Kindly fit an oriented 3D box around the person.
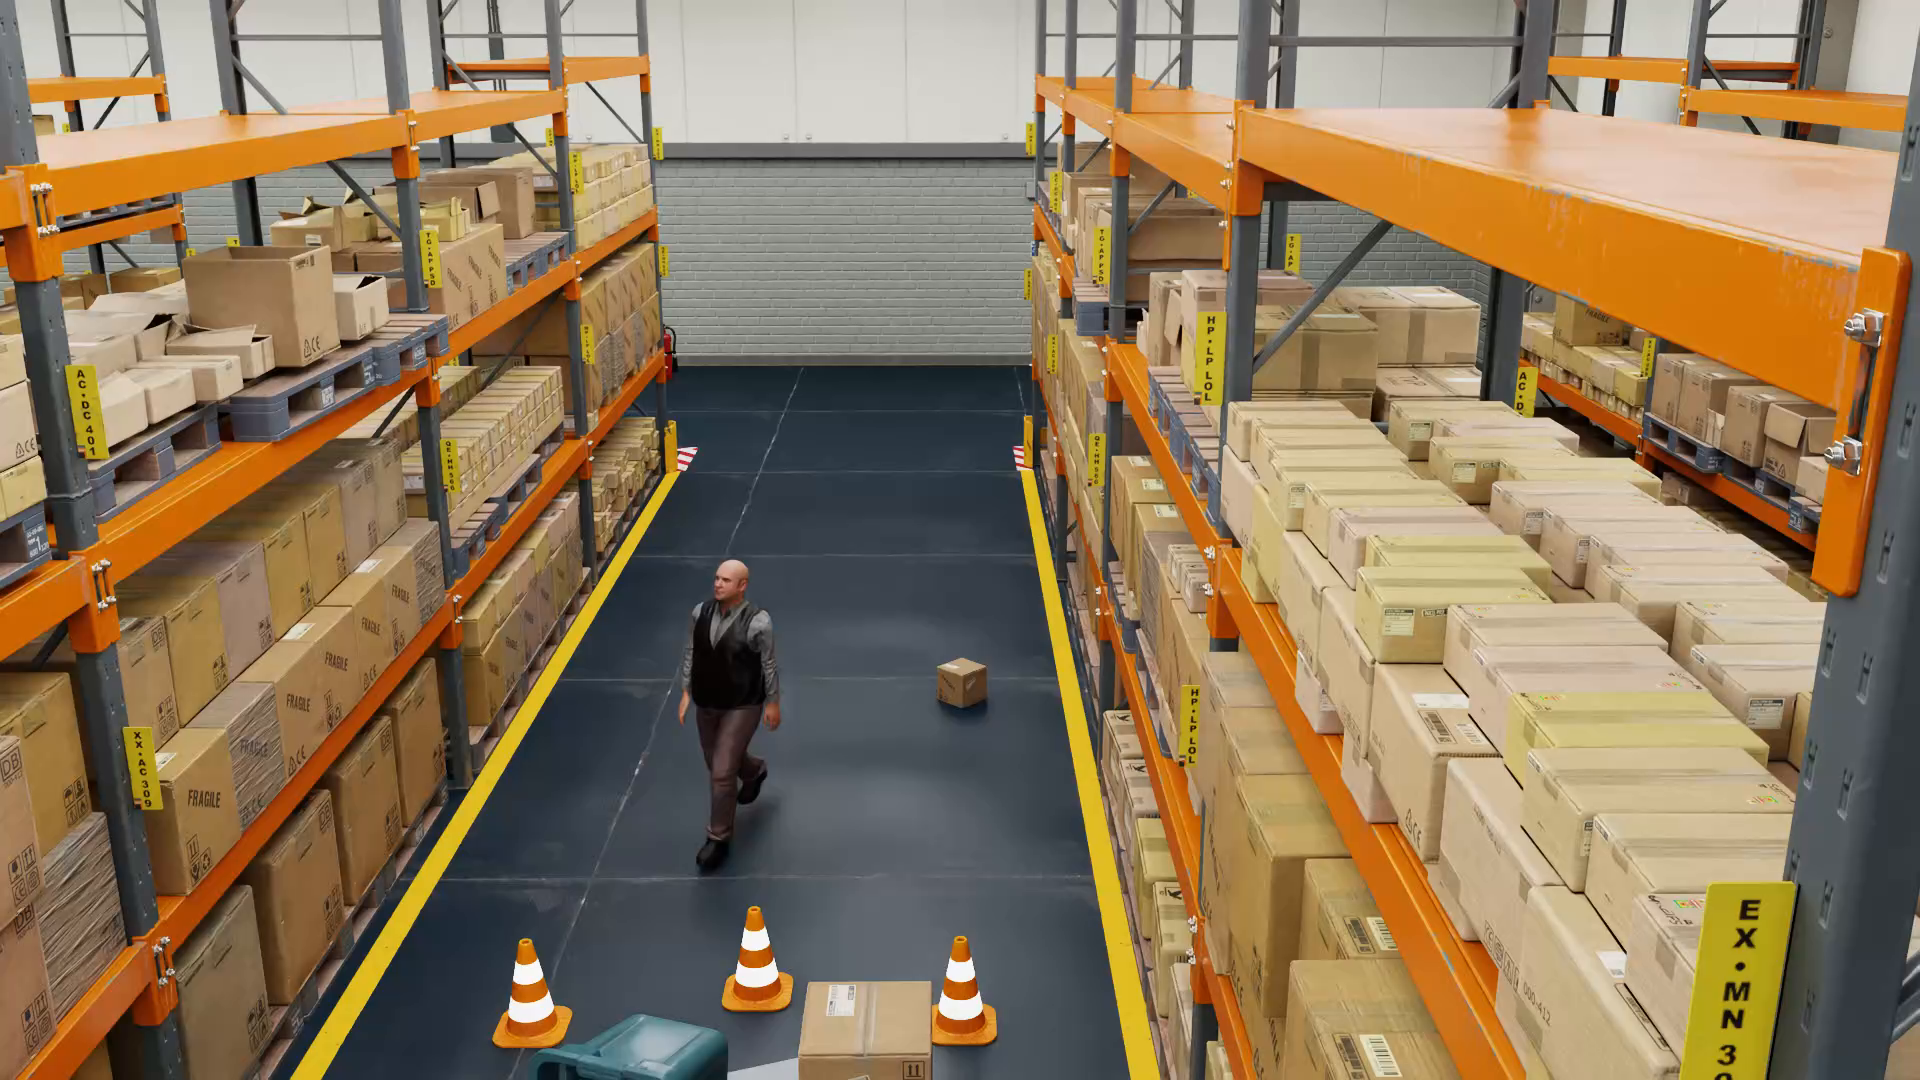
[{"bbox_3d":[-1.332,0.927,9.568,0.552,1.679,0.949,9,19,26],"label":"person"}]
